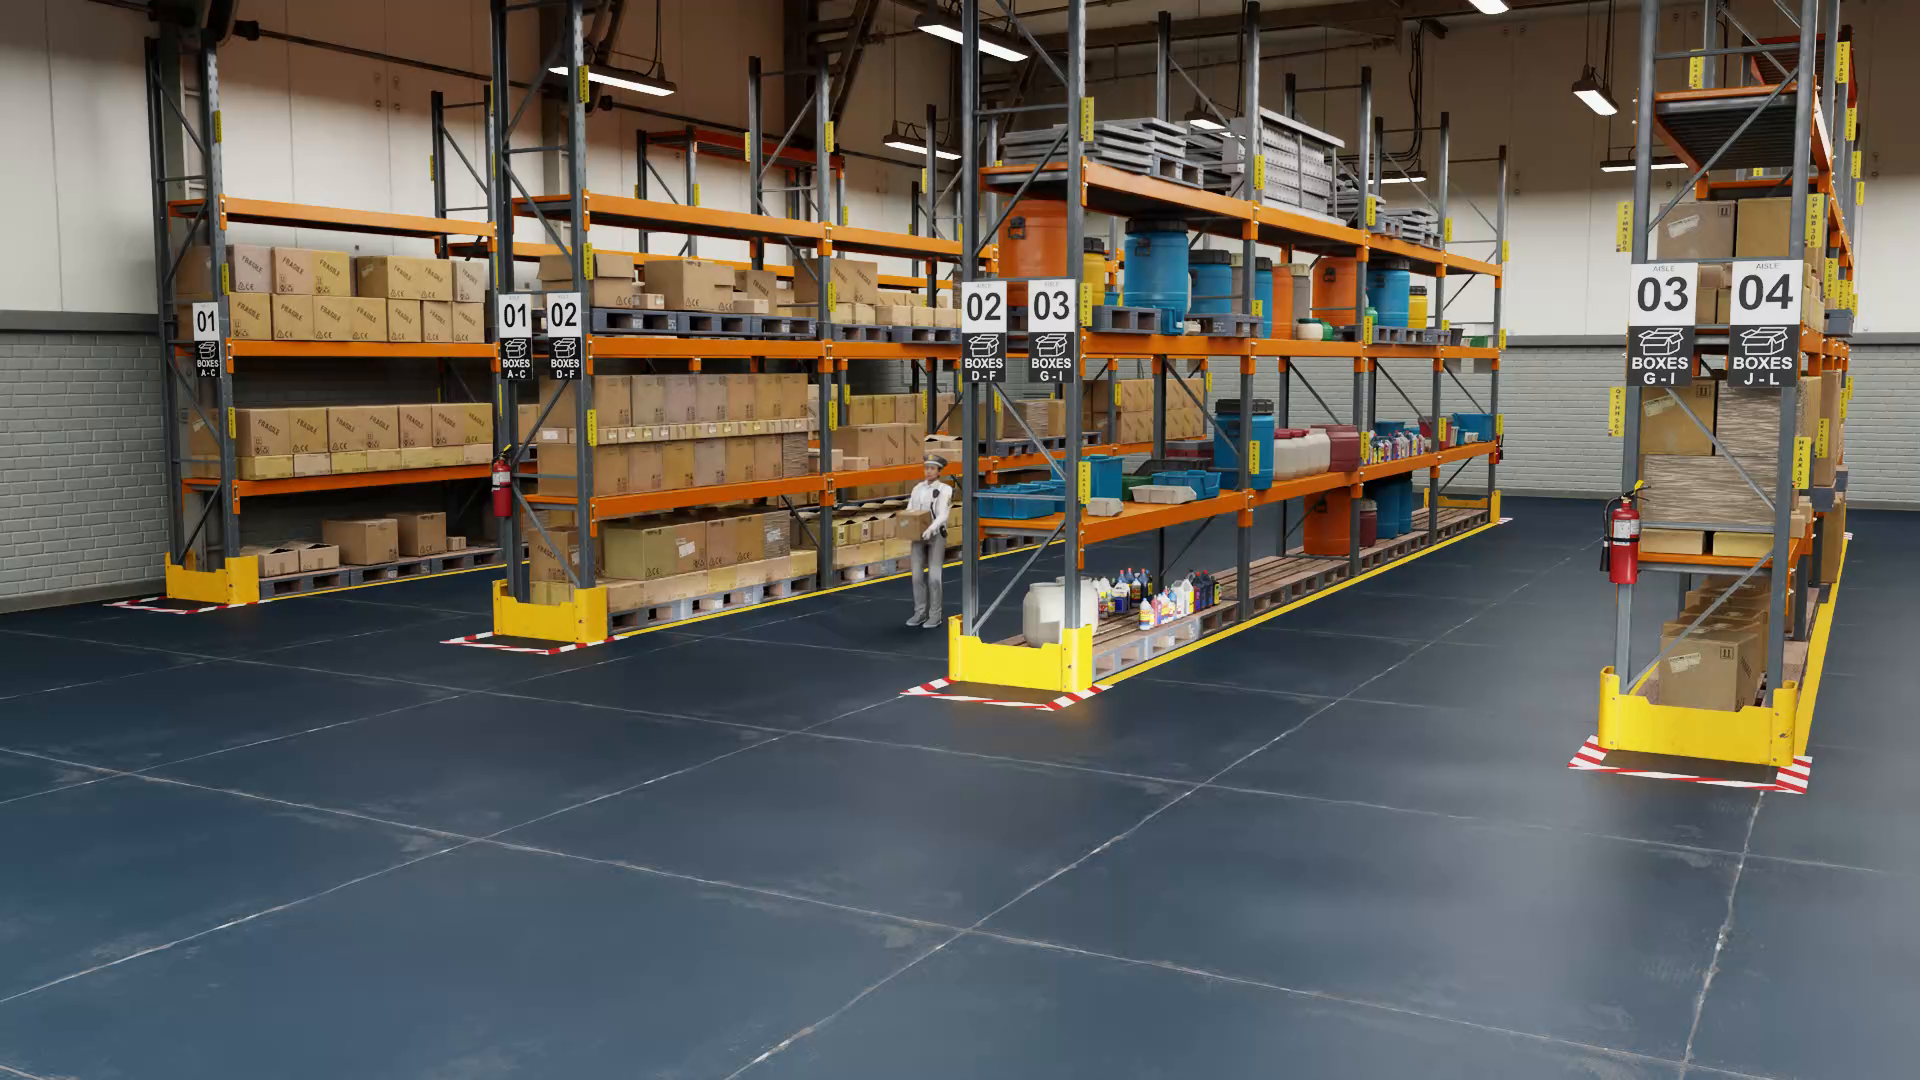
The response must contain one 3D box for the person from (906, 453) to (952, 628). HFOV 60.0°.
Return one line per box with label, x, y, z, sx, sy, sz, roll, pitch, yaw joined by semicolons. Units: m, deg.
person;-0.335;0.000;16.236;0.461;1.687;0.555;3;7;29
